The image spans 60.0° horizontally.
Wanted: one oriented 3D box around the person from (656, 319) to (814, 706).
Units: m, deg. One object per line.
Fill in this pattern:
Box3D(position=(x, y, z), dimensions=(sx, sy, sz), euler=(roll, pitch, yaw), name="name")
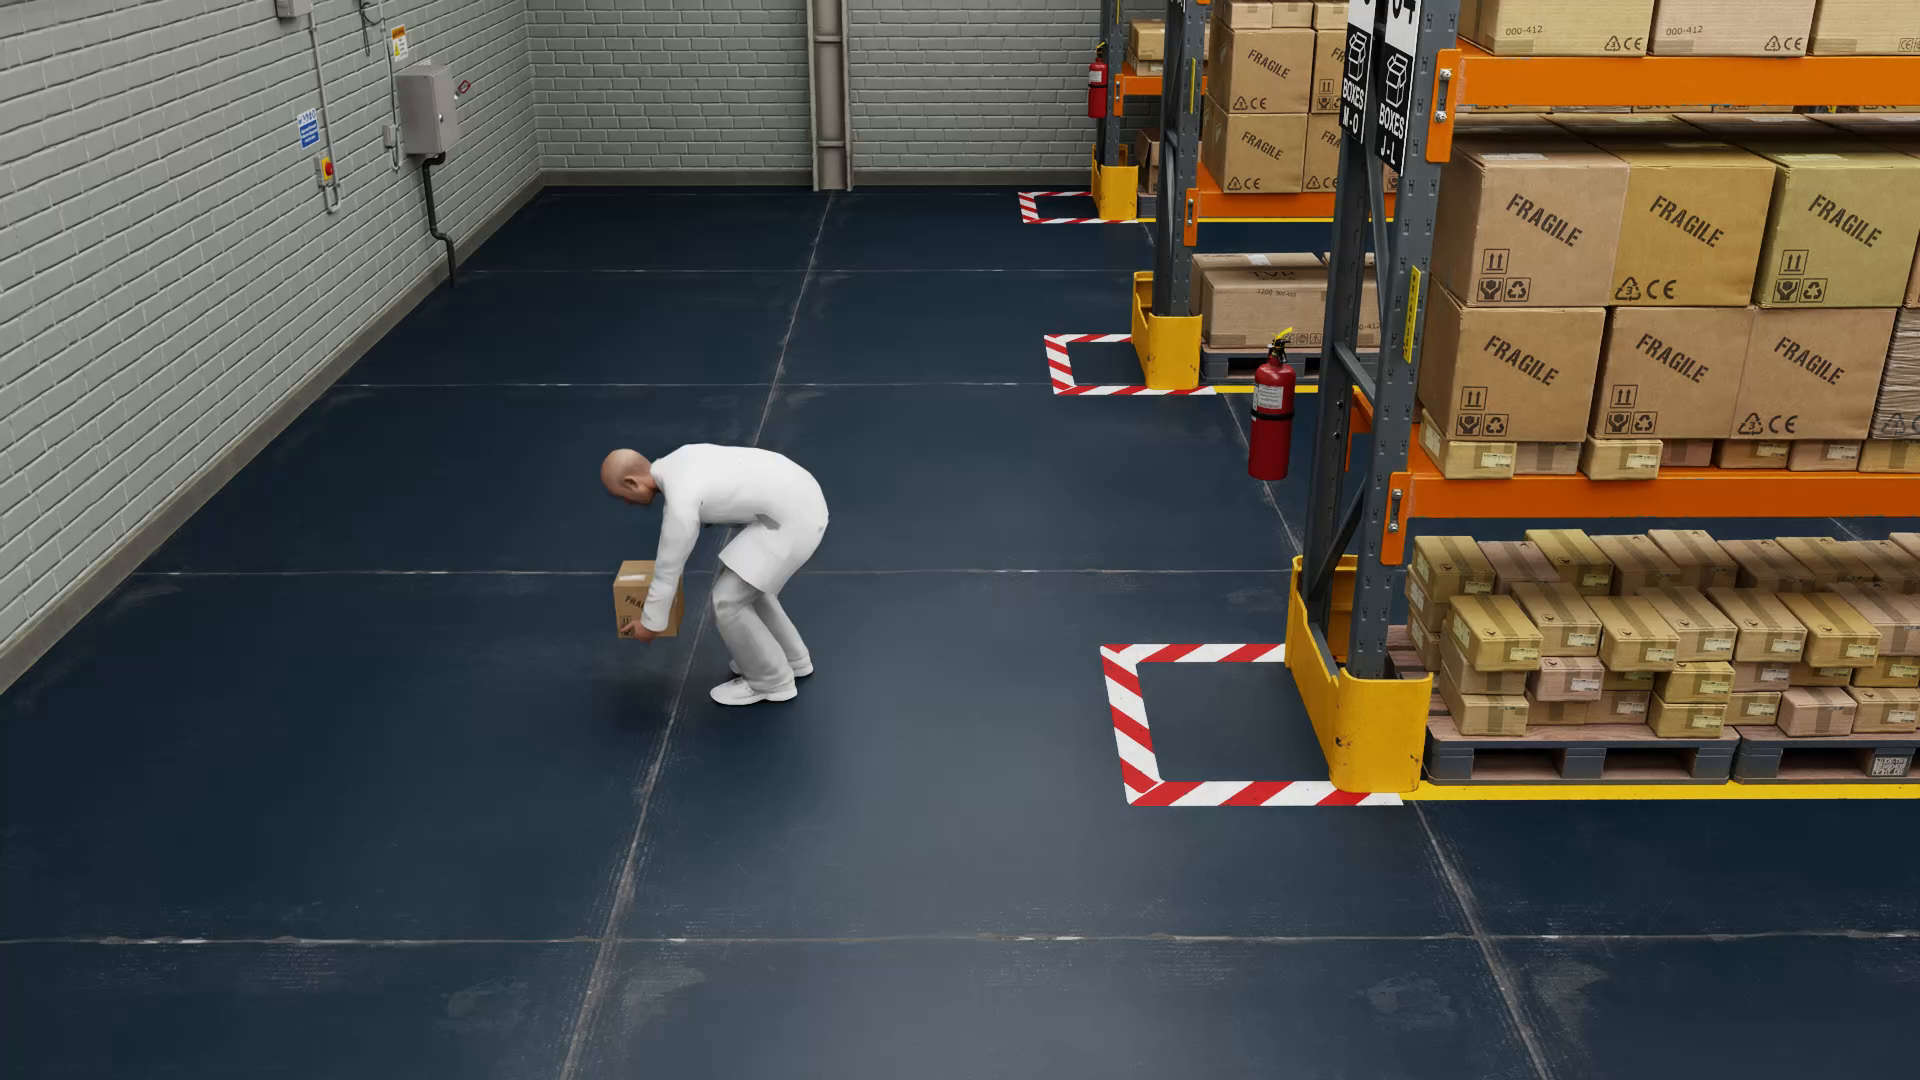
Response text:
Box3D(position=(-0.935, -0.121, 7.013), dimensions=(0.633, 1.689, 0.536), euler=(-1, 24, -2), name="person")
